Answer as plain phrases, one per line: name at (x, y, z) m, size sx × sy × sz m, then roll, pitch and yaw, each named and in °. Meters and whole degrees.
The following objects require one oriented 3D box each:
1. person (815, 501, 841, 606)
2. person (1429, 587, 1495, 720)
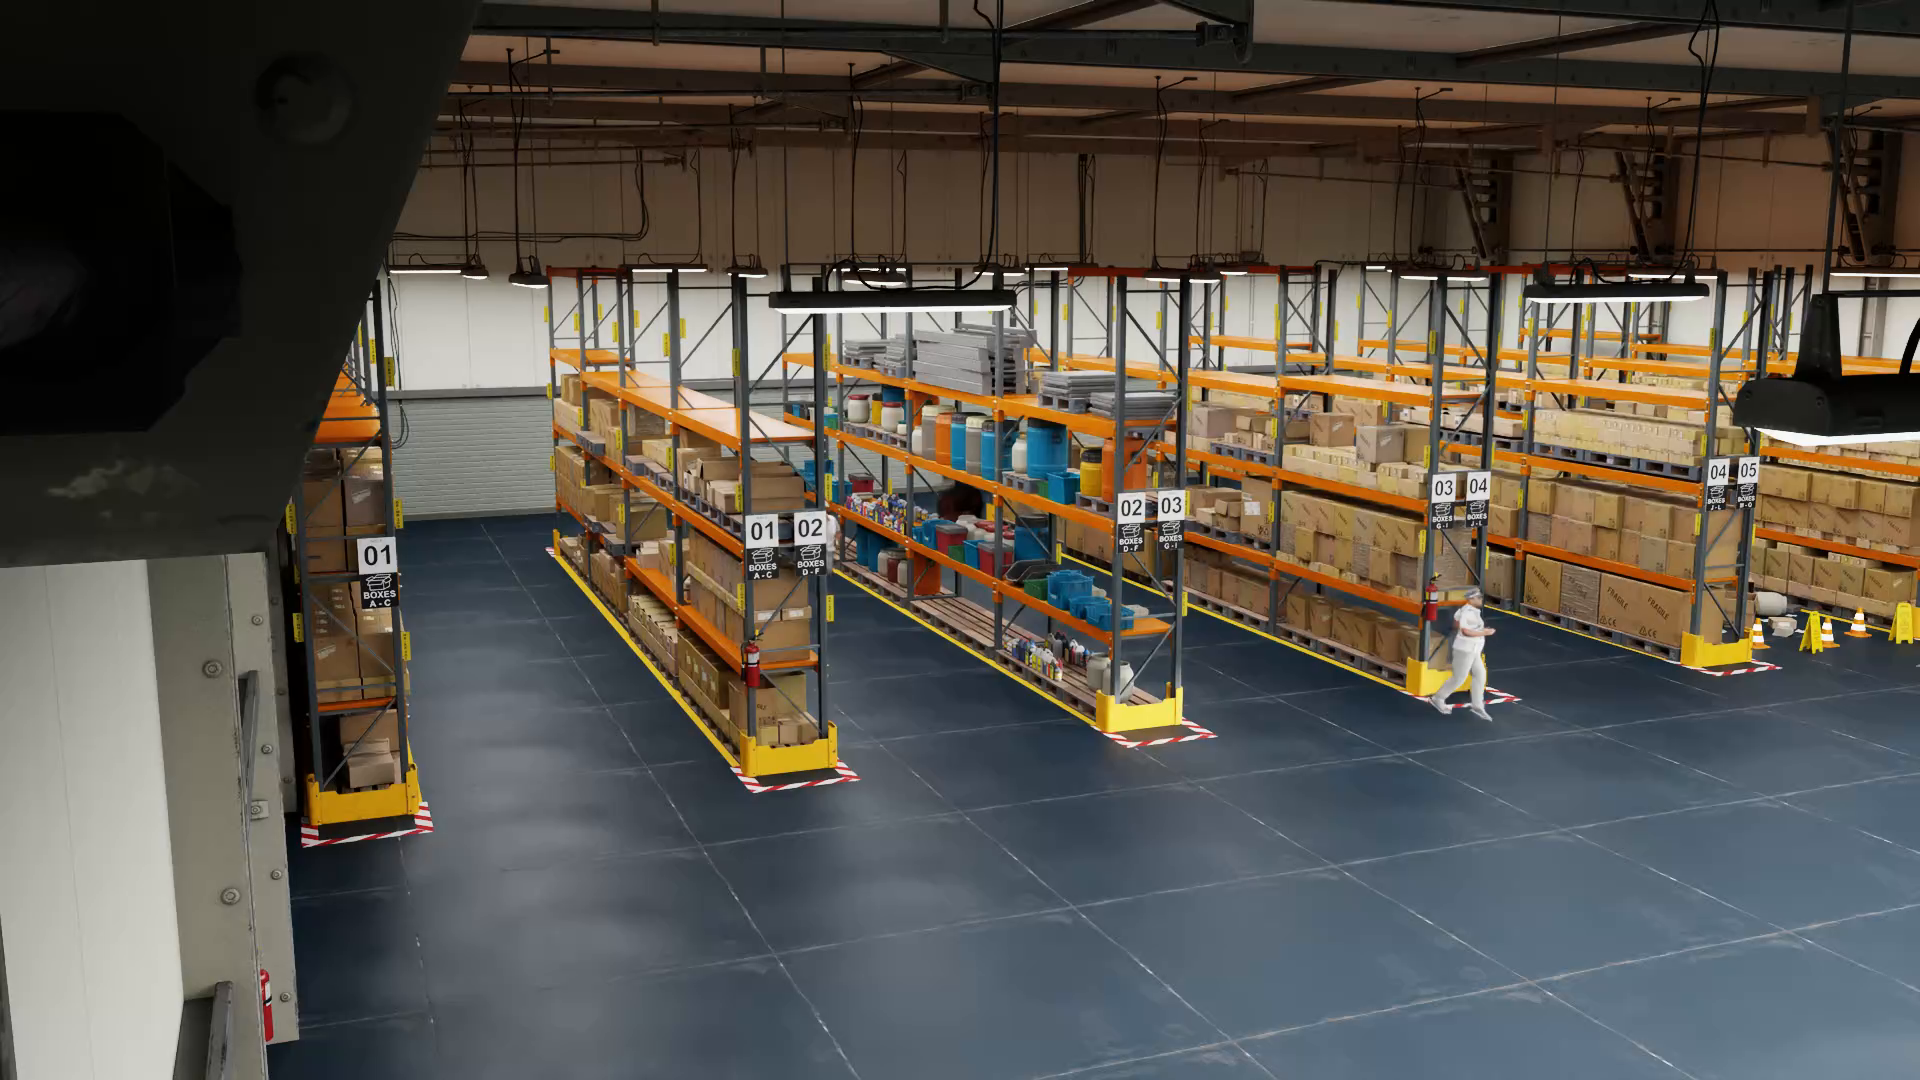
person at (-2.335, 0.213, 28.542) m, size 0.705 × 1.787 × 0.791 m, roll -6°, pitch 12°, yaw -30°
person at (6.911, 1.539, 22.750) m, size 0.835 × 1.837 × 0.663 m, roll 5°, pitch 11°, yaw 25°
